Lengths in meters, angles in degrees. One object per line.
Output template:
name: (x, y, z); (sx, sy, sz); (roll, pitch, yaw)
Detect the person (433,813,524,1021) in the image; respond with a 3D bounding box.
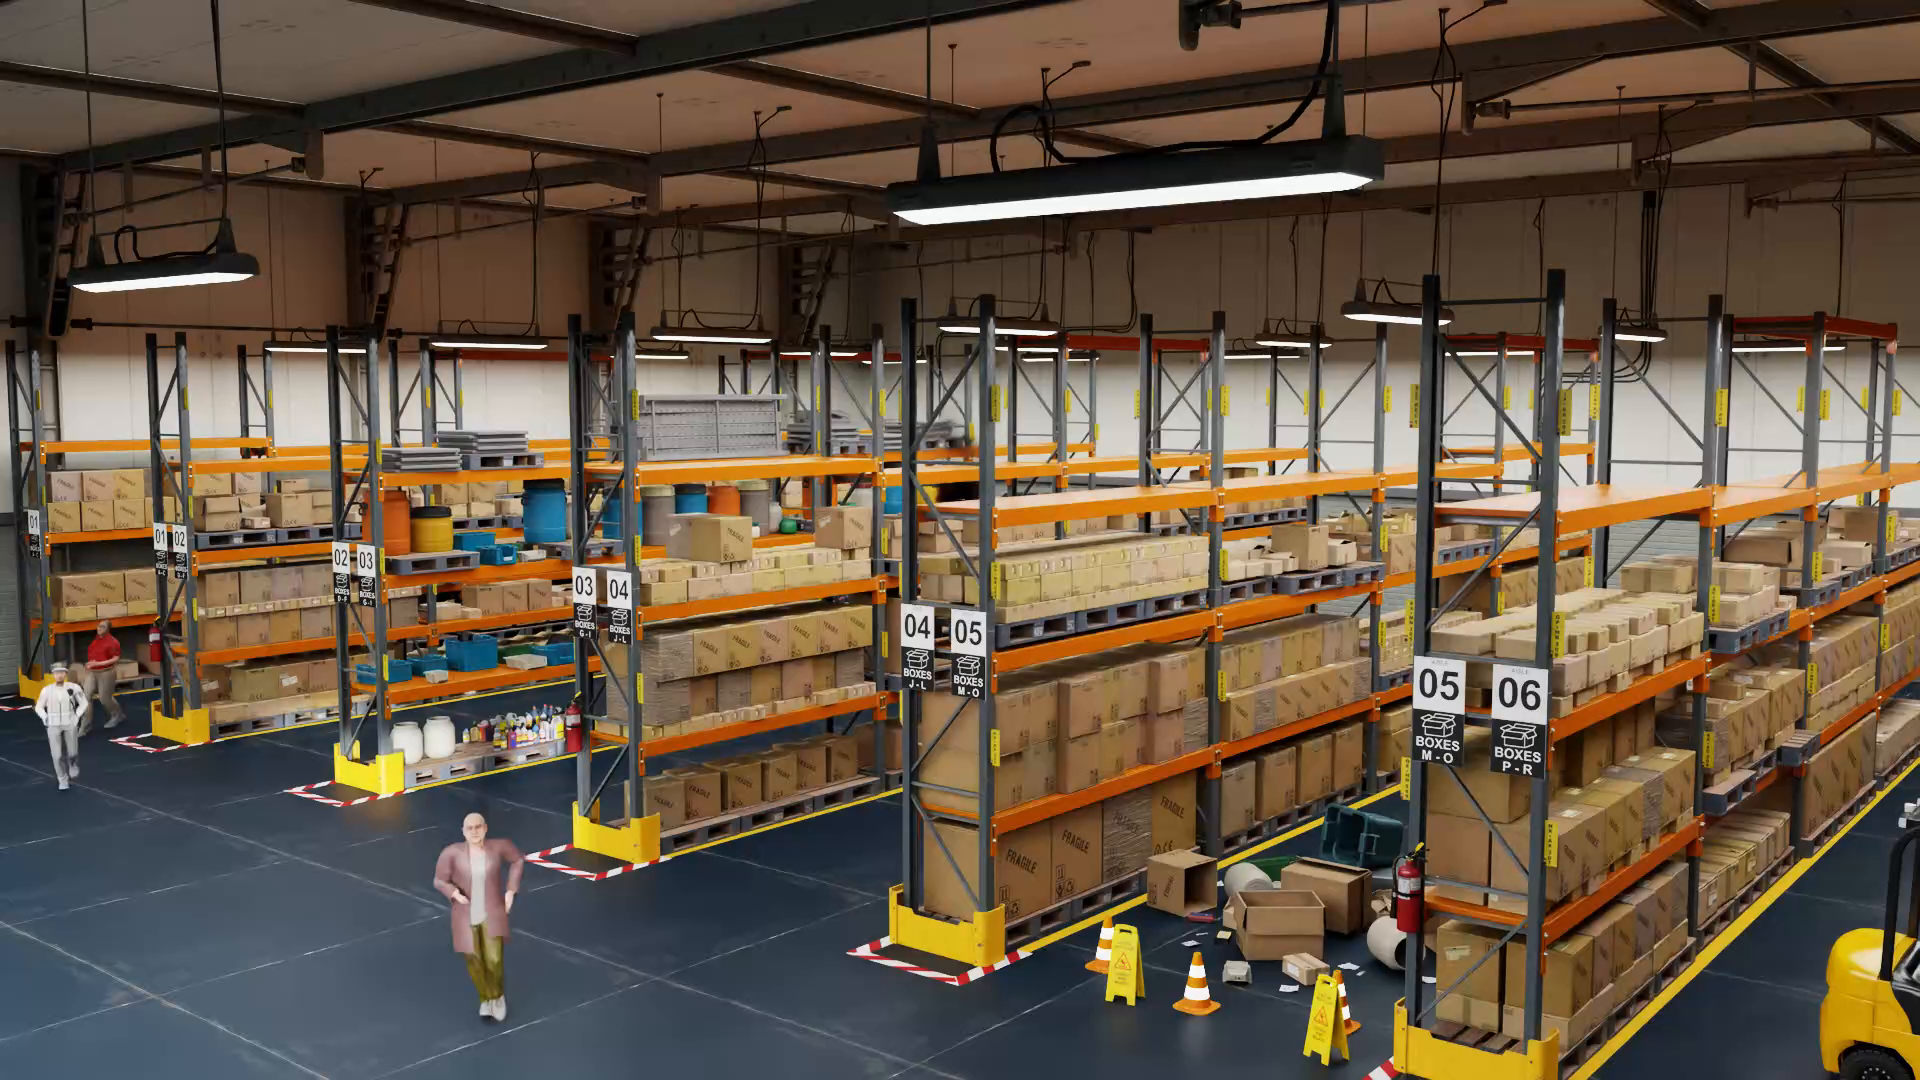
person: (-3.908, 3.070, 13.522); (0.702, 1.742, 0.757); (-1, 5, -11)

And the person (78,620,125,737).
person: (-12.899, 2.066, 25.101); (0.660, 1.751, 0.827); (2, 5, 17)

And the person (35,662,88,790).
person: (-11.670, 2.398, 21.614); (0.613, 1.647, 0.576); (-2, 6, -25)
